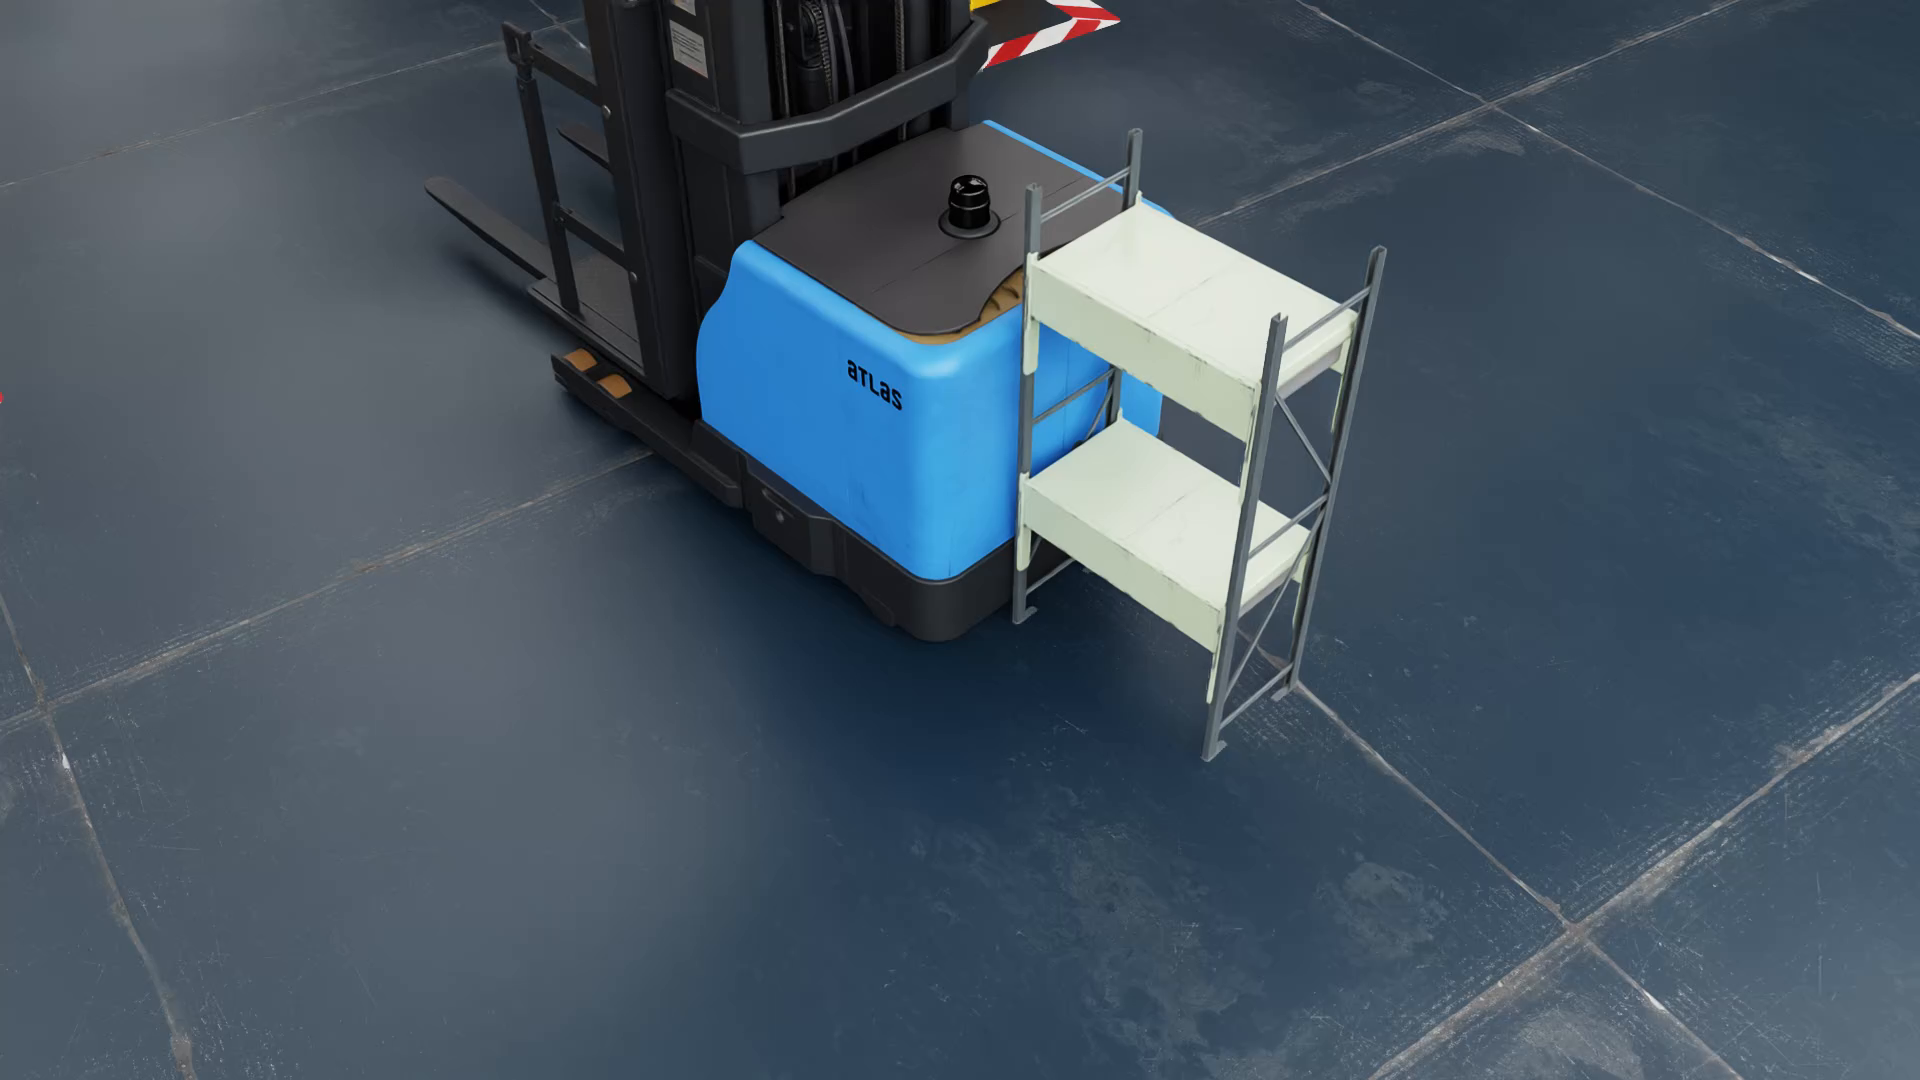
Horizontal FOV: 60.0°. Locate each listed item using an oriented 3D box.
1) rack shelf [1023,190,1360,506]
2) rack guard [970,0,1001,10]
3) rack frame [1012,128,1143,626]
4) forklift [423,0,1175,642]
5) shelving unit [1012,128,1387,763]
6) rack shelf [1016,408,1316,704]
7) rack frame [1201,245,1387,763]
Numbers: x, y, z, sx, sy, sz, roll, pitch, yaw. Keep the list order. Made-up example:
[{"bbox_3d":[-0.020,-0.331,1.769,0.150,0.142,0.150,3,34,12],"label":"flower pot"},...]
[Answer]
[{"bbox_3d":[0.563,-0.489,4.111,0.431,0.370,0.720,-34,53,-30],"label":"rack shelf"},{"bbox_3d":[-0.174,-2.716,7.733,1.175,0.500,0.348,-26,49,-24],"label":"rack guard"},{"bbox_3d":[0.306,-0.387,4.569,0.400,1.500,0.023,-34,53,-30],"label":"rack frame"},{"bbox_3d":[-0.756,-1.681,4.888,1.130,2.935,3.031,-34,53,-30],"label":"forklift"},{"bbox_3d":[0.563,-0.207,4.380,0.431,1.500,0.755,-34,53,-30],"label":"shelving unit"},{"bbox_3d":[0.563,0.029,4.606,0.431,0.370,0.720,-34,53,-30],"label":"rack shelf"},{"bbox_3d":[0.819,-0.026,4.191,0.400,1.500,0.023,-34,53,-30],"label":"rack frame"}]
